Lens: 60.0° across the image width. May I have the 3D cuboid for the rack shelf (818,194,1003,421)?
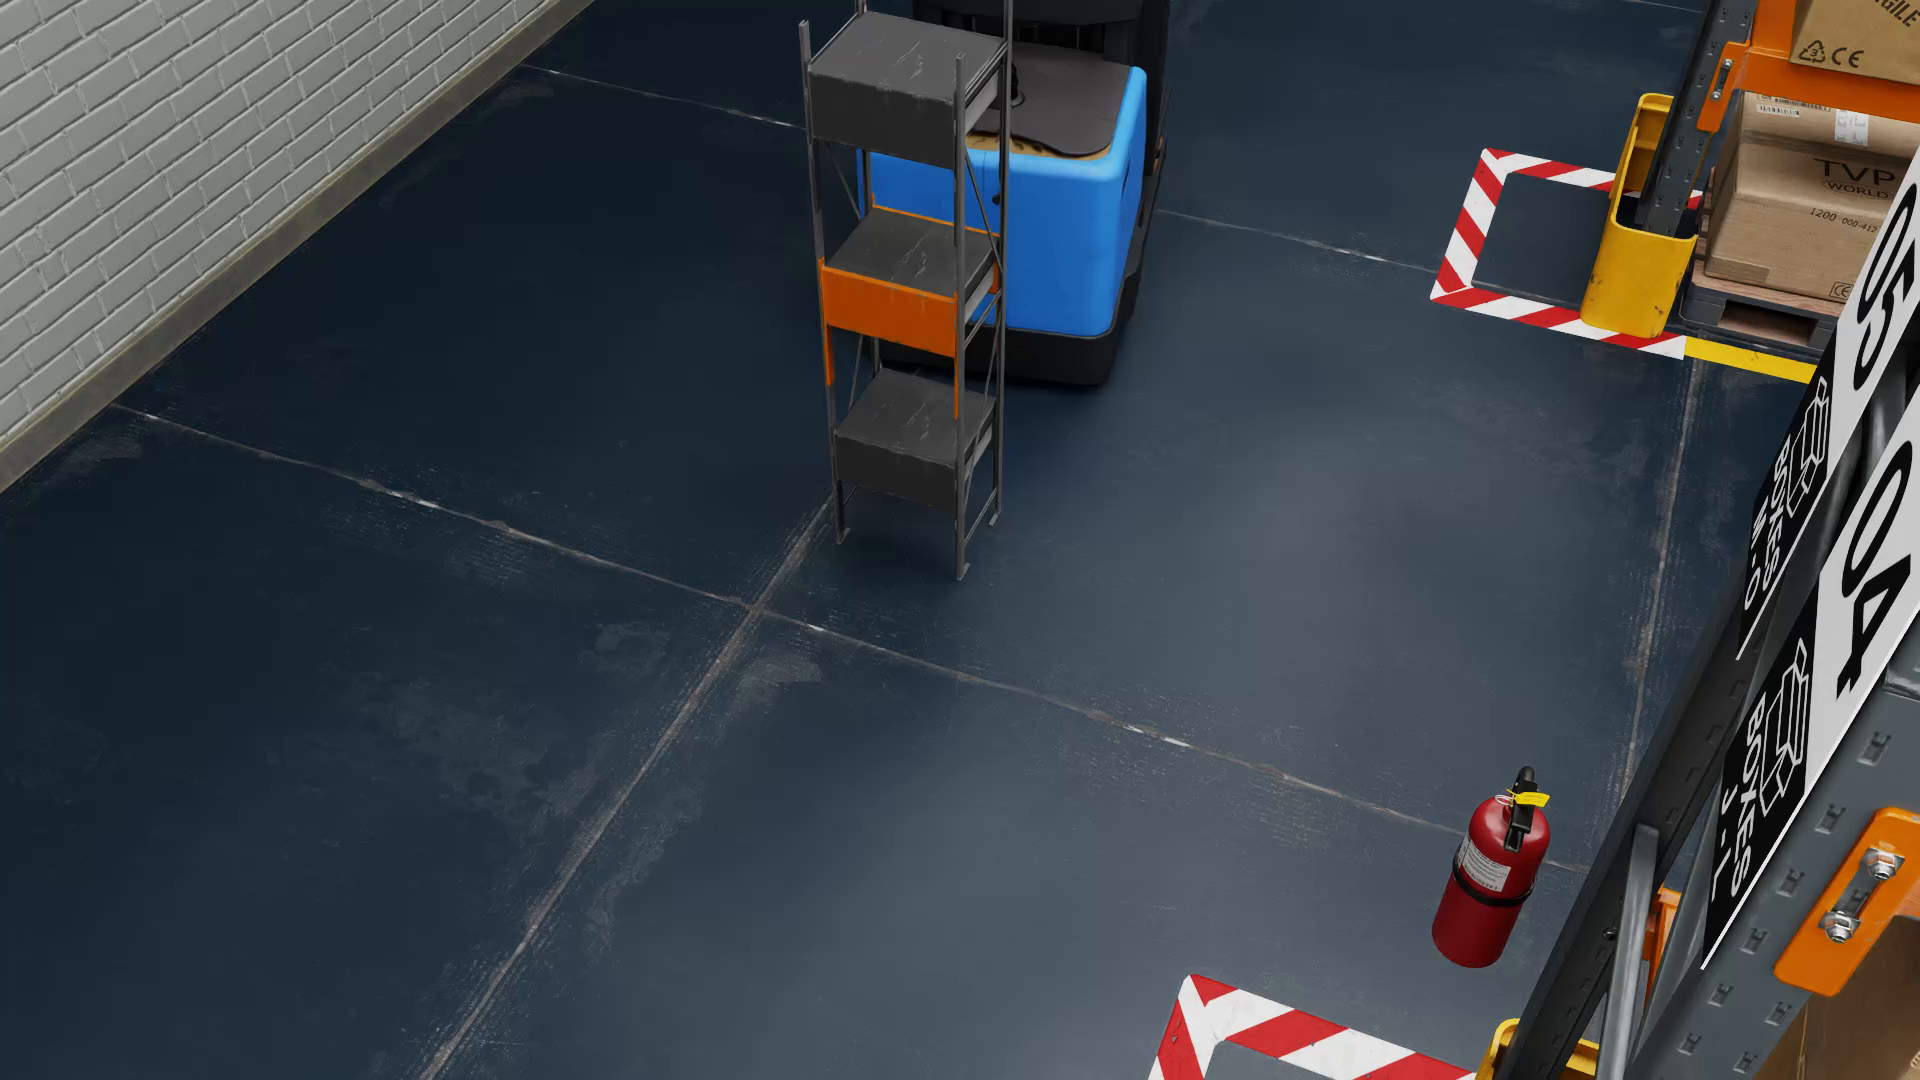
[{"bbox_3d":[-0.153,-0.780,5.564,0.480,0.518,0.431,16,47,16],"label":"rack shelf"}]

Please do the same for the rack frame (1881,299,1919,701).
[{"bbox_3d":[1.264,-1.206,1.082,0.127,3.000,1.000,16,47,16],"label":"rack frame"}]

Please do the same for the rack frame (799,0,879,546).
[{"bbox_3d":[-0.378,-0.856,5.621,0.015,2.100,0.400,16,47,16],"label":"rack frame"}]

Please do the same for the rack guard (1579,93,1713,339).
[{"bbox_3d":[3.055,-1.450,7.353,0.348,0.500,1.175,16,47,16],"label":"rack guard"}]

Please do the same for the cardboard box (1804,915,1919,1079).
[{"bbox_3d":[1.577,0.720,2.409,0.500,0.500,0.500,16,47,16],"label":"cardboard box"}]

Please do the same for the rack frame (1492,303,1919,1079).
[{"bbox_3d":[1.264,0.920,3.198,0.127,3.000,1.000,16,47,16],"label":"rack frame"}]

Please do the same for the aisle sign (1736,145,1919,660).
[{"bbox_3d":[1.313,-0.216,2.498,0.004,0.787,0.394,16,47,16],"label":"aisle sign"}]

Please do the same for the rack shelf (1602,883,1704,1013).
[{"bbox_3d":[3.110,1.719,2.906,4.000,0.370,1.077,16,47,16],"label":"rack shelf"}]

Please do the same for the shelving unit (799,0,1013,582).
[{"bbox_3d":[-0.153,-0.789,5.555,0.503,2.100,0.431,16,47,16],"label":"shelving unit"}]

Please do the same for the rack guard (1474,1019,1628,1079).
[{"bbox_3d":[1.335,1.827,4.059,0.348,0.500,1.175,16,47,16],"label":"rack guard"}]

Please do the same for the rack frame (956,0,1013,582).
[{"bbox_3d":[0.072,-0.723,5.488,0.015,2.100,0.400,16,47,16],"label":"rack frame"}]

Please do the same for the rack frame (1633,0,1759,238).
[{"bbox_3d":[3.077,-2.329,6.464,0.127,3.000,1.000,16,47,16],"label":"rack frame"}]

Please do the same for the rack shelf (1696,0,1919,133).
[{"bbox_3d":[4.923,-1.531,6.172,4.000,0.370,1.077,16,47,16],"label":"rack shelf"}]

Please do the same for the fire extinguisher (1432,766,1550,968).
[{"bbox_3d":[1.210,0.711,3.728,0.183,0.674,0.296,16,47,16],"label":"fire extinguisher"}]

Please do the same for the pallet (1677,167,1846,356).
[{"bbox_3d":[3.845,-1.175,7.281,1.213,0.211,1.003,16,47,16],"label":"pallet"}]

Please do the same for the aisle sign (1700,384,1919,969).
[{"bbox_3d":[1.082,0.174,2.105,0.004,0.787,0.394,16,47,16],"label":"aisle sign"}]

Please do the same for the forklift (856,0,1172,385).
[{"bbox_3d":[0.389,-2.726,6.911,1.130,2.935,3.031,8,45,8],"label":"forklift"}]

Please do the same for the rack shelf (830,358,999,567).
[{"bbox_3d":[-0.153,-0.283,6.058,0.480,0.518,0.431,16,47,16],"label":"rack shelf"}]

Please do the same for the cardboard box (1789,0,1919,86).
[{"bbox_3d":[3.409,-2.047,6.110,0.500,0.500,0.500,16,47,16],"label":"cardboard box"}]

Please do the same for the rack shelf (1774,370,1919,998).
[{"bbox_3d":[3.110,0.655,1.848,4.000,0.370,1.077,16,47,16],"label":"rack shelf"}]

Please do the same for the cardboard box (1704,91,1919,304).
[{"bbox_3d":[3.725,-1.456,7.105,0.875,0.438,0.875,15,47,15],"label":"cardboard box"}]

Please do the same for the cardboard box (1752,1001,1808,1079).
[{"bbox_3d":[1.572,1.081,2.755,0.500,0.500,0.500,19,48,18],"label":"cardboard box"}]

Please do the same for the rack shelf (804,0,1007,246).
[{"bbox_3d":[-0.153,-1.276,5.070,0.480,0.518,0.431,16,47,16],"label":"rack shelf"}]
